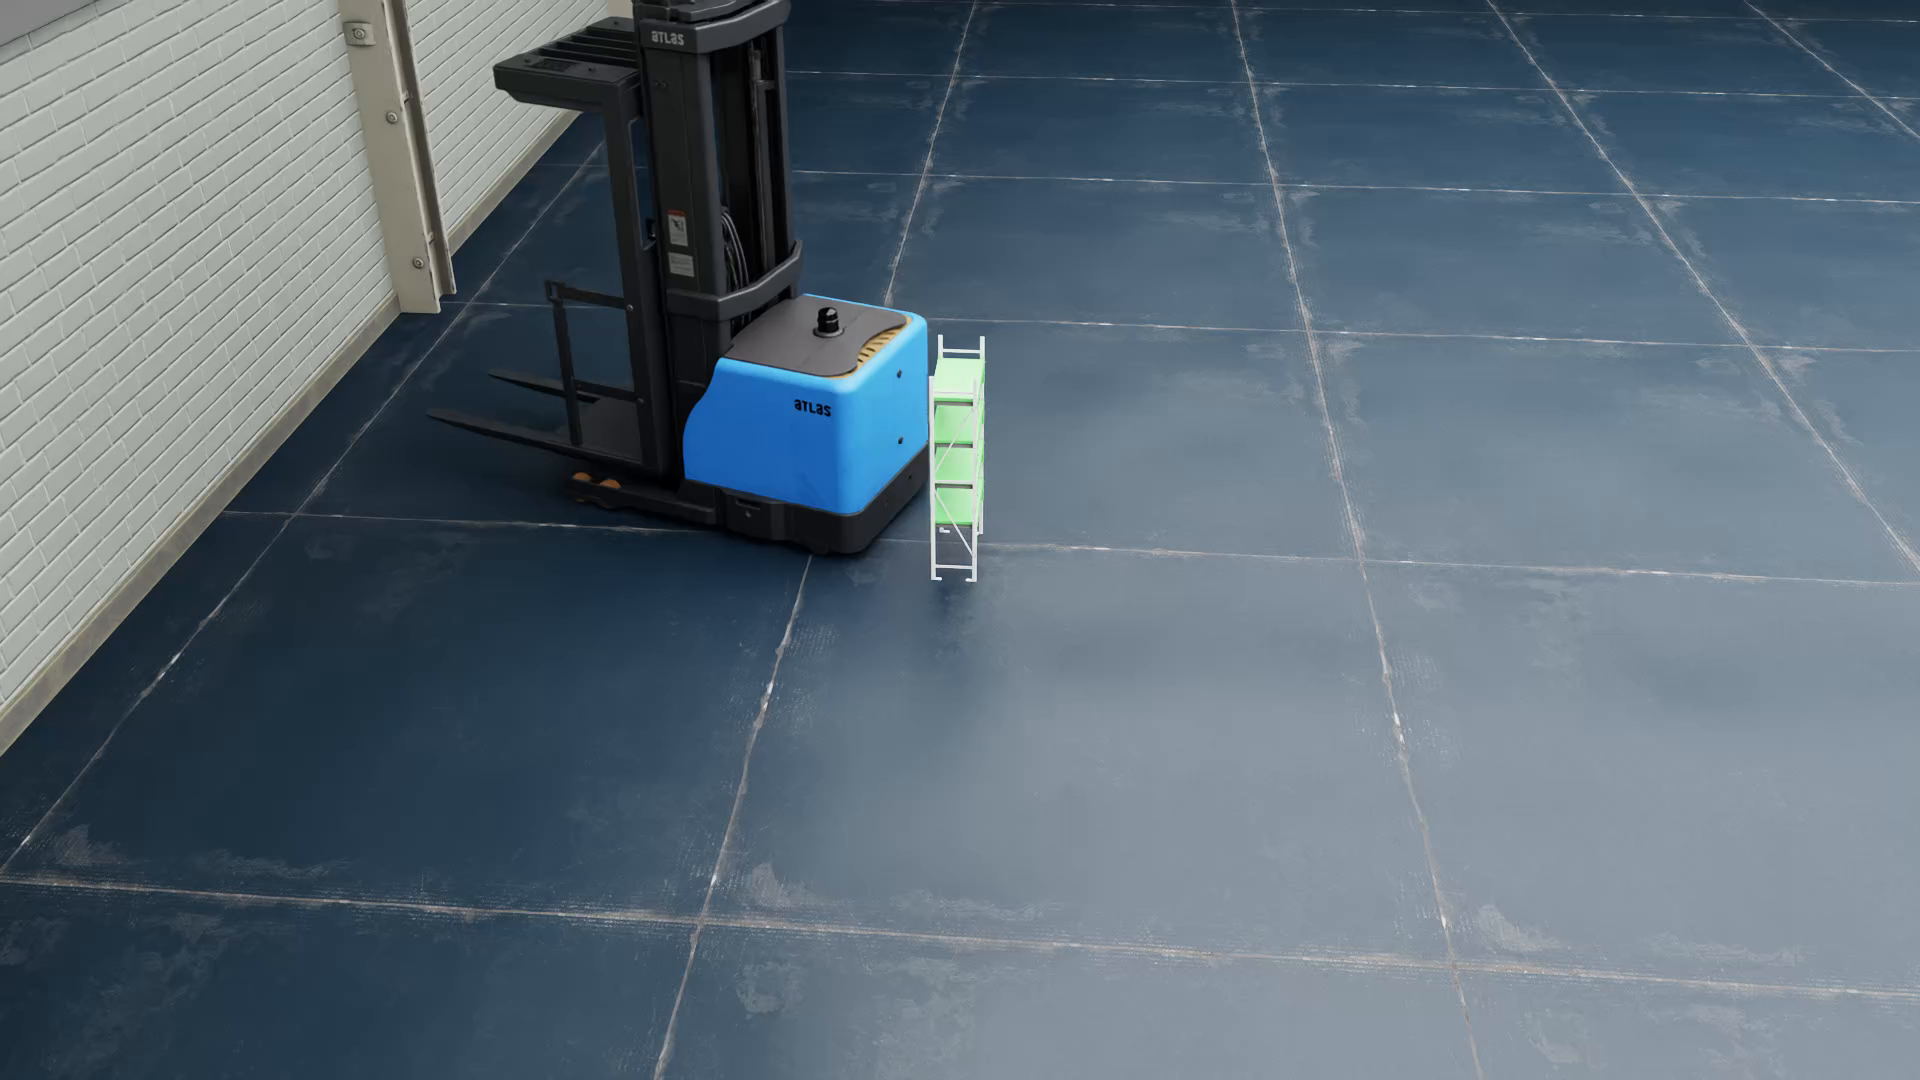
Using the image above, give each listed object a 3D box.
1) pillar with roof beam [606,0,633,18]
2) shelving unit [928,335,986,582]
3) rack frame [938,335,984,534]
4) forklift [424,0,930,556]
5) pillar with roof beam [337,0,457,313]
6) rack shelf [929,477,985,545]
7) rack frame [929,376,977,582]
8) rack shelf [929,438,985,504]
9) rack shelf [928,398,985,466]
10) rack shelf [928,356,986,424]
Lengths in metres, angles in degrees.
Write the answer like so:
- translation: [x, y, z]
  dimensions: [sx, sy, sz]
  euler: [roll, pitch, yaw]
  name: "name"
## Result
- translation: [0.915, -8.513, 14.487]
  dimensions: [9.100, 9.000, 0.400]
  euler: [2, 32, 4]
  name: "pillar with roof beam"
- translation: [-0.013, -0.424, 8.795]
  dimensions: [0.258, 1.200, 0.503]
  euler: [2, 32, 4]
  name: "shelving unit"
- translation: [0.006, -0.552, 9.002]
  dimensions: [0.240, 1.200, 0.015]
  euler: [2, 32, 4]
  name: "rack frame"
- translation: [-1.731, -1.666, 9.160]
  dimensions: [3.031, 2.935, 1.130]
  euler: [13, 34, 20]
  name: "forklift"
- translation: [0.426, -5.376, 9.396]
  dimensions: [9.100, 9.000, 0.400]
  euler: [2, 32, 4]
  name: "pillar with roof beam"
- translation: [-0.013, -0.166, 8.954]
  dimensions: [0.258, 0.148, 0.480]
  euler: [2, 32, 4]
  name: "rack shelf"
- translation: [-0.033, -0.297, 8.588]
  dimensions: [0.240, 1.200, 0.015]
  euler: [2, 32, 4]
  name: "rack frame"
- translation: [-0.013, -0.370, 8.828]
  dimensions: [0.258, 0.148, 0.480]
  euler: [2, 32, 4]
  name: "rack shelf"
- translation: [-0.013, -0.574, 8.702]
  dimensions: [0.258, 0.148, 0.480]
  euler: [2, 32, 4]
  name: "rack shelf"
- translation: [-0.013, -0.778, 8.576]
  dimensions: [0.258, 0.148, 0.480]
  euler: [2, 32, 4]
  name: "rack shelf"
